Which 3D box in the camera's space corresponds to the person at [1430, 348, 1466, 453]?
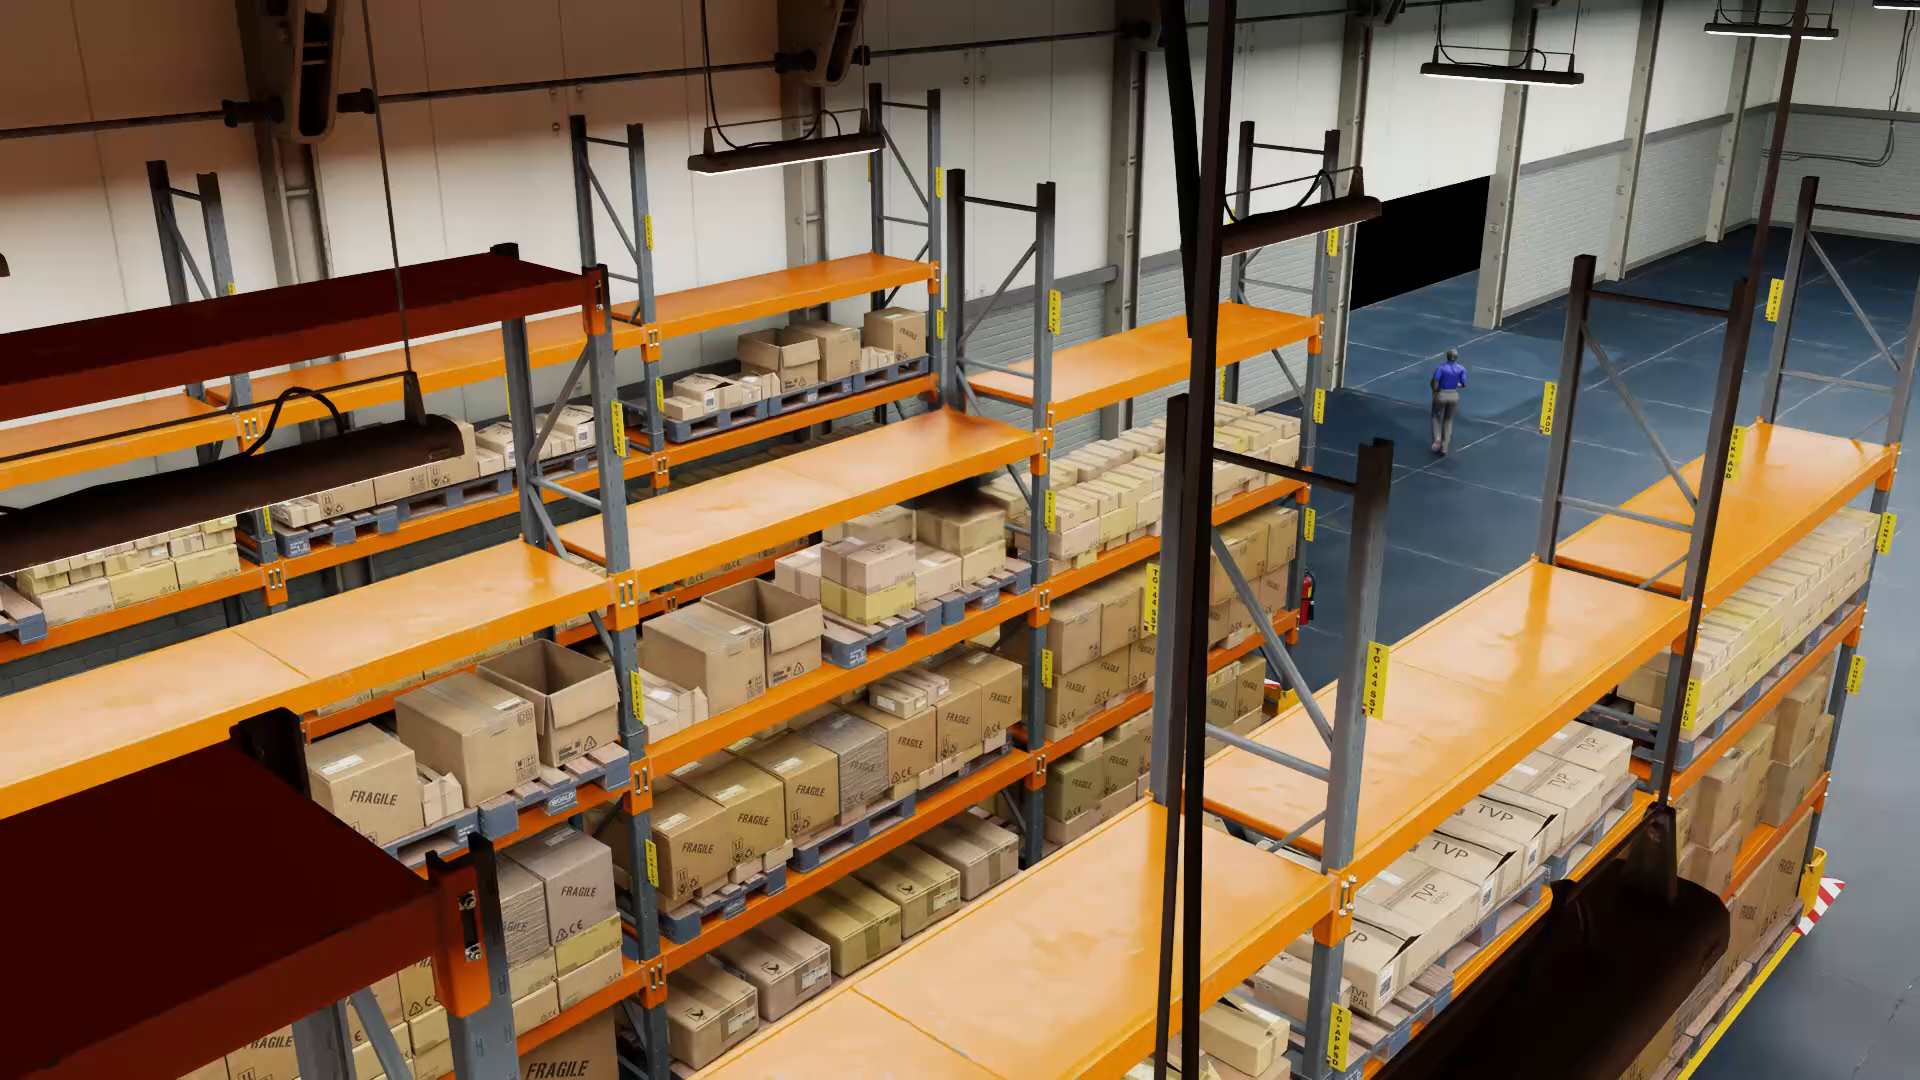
[{"bbox_3d":[7.377,-2.144,25.308,0.561,1.625,0.599,3,21,7],"label":"person"}]
